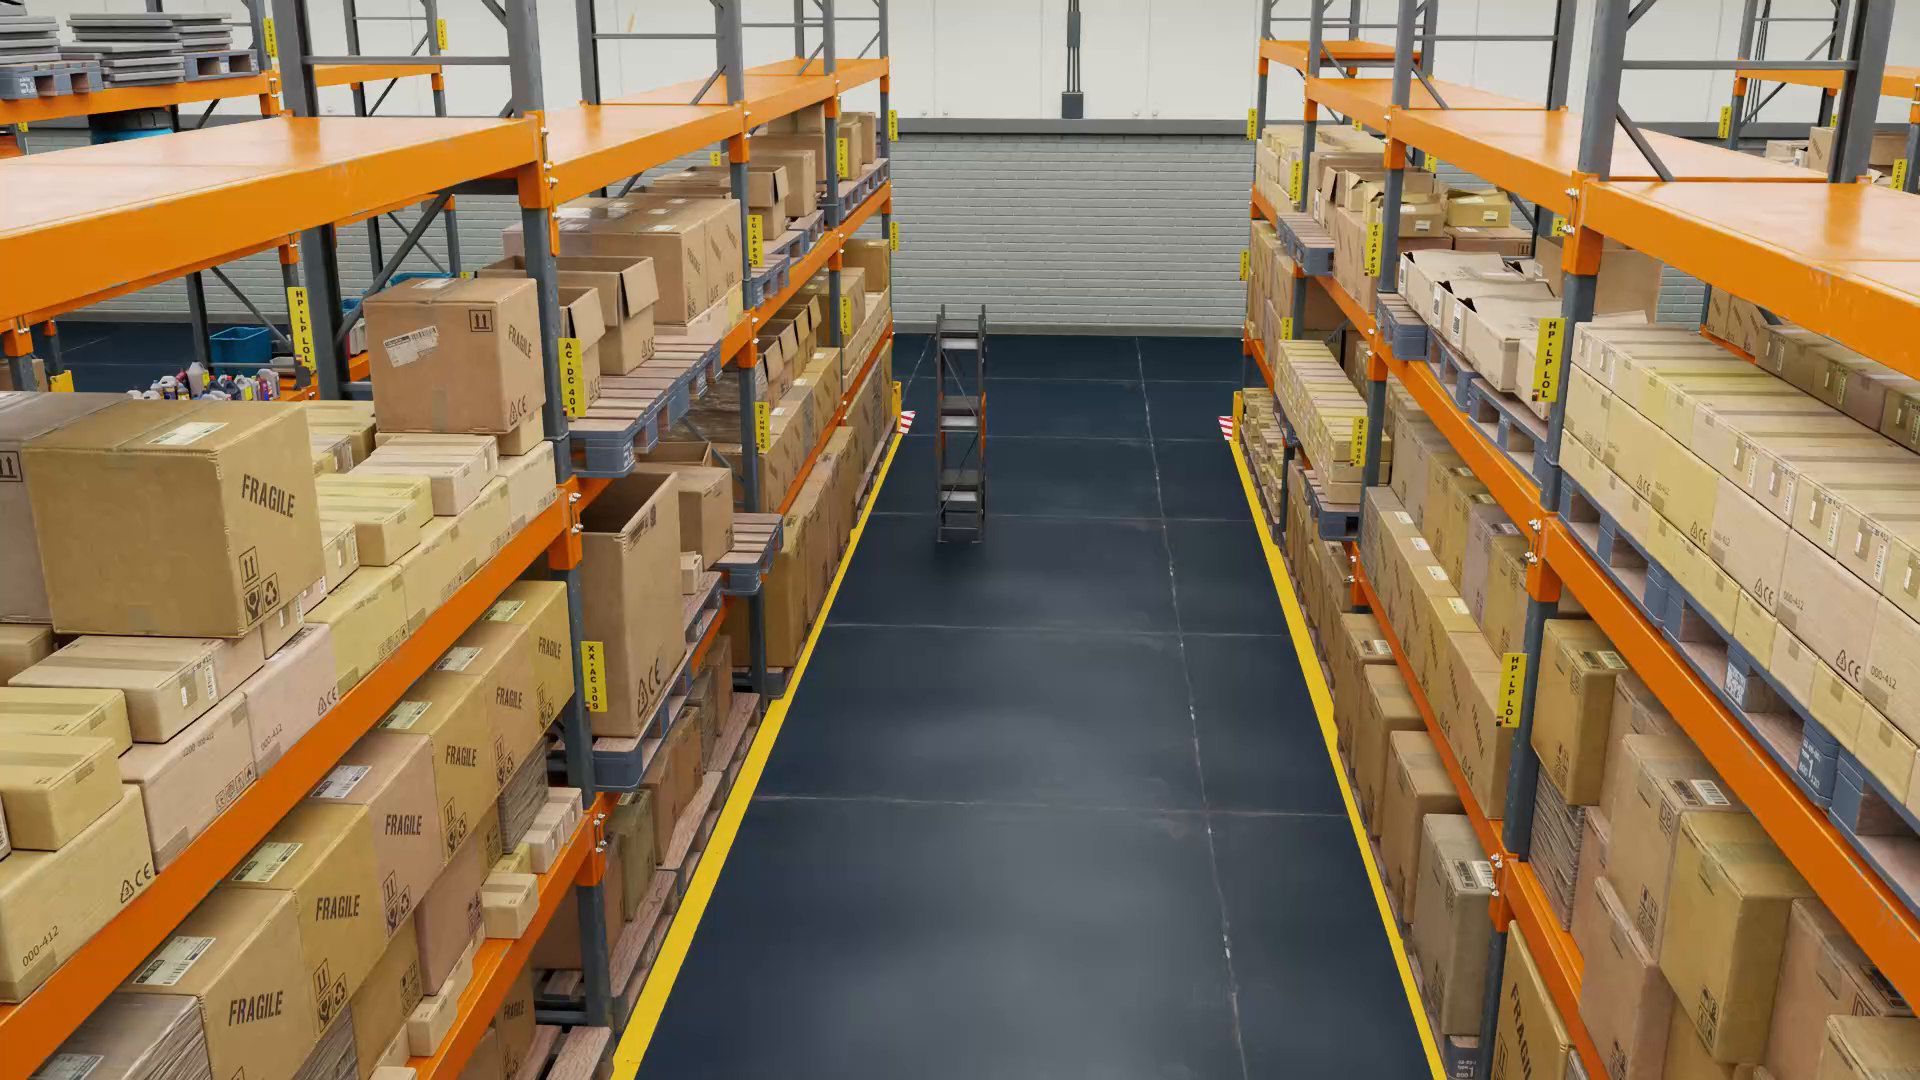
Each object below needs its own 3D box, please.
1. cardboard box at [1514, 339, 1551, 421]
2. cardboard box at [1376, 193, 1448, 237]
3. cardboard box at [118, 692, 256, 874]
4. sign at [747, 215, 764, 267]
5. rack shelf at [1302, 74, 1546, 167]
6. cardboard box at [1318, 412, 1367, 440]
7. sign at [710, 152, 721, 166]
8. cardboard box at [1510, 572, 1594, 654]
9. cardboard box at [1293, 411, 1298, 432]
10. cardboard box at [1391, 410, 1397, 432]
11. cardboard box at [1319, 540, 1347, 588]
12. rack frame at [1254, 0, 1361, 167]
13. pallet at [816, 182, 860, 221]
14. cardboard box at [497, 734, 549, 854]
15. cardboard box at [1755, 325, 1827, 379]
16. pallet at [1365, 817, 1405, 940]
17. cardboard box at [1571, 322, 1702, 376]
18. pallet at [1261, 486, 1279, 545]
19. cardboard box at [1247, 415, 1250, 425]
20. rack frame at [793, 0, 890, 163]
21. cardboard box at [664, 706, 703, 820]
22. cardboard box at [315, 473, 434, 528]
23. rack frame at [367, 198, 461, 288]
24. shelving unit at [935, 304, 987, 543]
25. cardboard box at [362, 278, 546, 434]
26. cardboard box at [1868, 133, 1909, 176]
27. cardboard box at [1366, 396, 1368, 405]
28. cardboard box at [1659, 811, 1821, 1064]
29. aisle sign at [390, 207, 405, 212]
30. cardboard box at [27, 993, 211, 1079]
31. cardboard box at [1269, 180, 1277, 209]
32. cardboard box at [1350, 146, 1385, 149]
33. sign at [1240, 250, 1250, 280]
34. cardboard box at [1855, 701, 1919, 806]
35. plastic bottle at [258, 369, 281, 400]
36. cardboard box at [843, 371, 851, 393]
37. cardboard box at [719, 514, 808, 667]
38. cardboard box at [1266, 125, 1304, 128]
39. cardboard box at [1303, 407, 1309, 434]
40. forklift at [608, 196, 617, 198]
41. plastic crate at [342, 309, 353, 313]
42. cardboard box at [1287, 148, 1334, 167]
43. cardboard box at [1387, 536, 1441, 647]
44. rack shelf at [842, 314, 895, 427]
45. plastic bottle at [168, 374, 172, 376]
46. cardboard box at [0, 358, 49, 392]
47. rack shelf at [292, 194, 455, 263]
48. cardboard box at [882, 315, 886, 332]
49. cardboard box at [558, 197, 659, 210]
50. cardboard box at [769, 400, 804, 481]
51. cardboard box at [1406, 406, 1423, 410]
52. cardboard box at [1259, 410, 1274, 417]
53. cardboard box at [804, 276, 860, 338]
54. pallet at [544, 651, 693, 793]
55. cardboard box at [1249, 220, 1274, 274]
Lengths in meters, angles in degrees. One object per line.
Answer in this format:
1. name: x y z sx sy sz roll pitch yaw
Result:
1. cardboard box: 2.696 -0.685 7.113 0.500 0.250 0.500 1 18 5
2. cardboard box: 2.862 -2.072 10.548 0.396 0.266 0.258 1 18 4
3. cardboard box: -2.099 0.581 4.084 0.500 0.250 0.500 1 18 3
4. sign: -1.307 -1.904 10.596 0.100 0.325 0.005 1 18 4
5. rack shelf: 3.235 -3.044 11.884 1.077 0.370 4.000 1 18 4
6. cardboard box: 2.709 -0.788 11.612 0.380 0.149 0.250 2 18 6
7. sign: -2.115 -3.209 14.450 0.100 0.325 0.005 1 18 4
8. cardboard box: 2.835 0.462 7.257 0.700 0.500 0.500 1 18 3
9. cardboard box: 2.803 -0.908 12.934 0.380 0.149 0.250 1 18 3
10. cardboard box: 3.418 -0.871 12.341 0.380 0.149 0.250 1 18 3
11. cardboard box: 2.905 0.153 12.101 0.500 0.250 0.500 2 18 5
12. rack frame: 3.665 -5.439 17.397 1.000 3.000 0.127 1 18 4
13. pallet: -1.492 -3.125 15.295 1.003 0.211 1.213 1 18 4
14. cardboard box: -2.229 0.946 6.907 0.875 0.500 0.500 1 18 4
15. cardboard box: 3.097 -0.672 5.956 0.380 0.149 0.250 1 18 3
16. pallet: 2.870 1.843 9.287 1.003 0.211 1.213 1 18 4
17. cardboard box: 2.440 -0.688 6.002 0.380 0.149 0.250 1 18 4
18. pallet: 3.391 -0.230 15.613 1.003 0.211 1.213 1 18 4
19. cardboard box: 3.296 -1.333 17.929 0.380 0.149 0.250 1 18 4
20. rack frame: -1.275 -5.581 17.831 1.000 3.000 0.127 1 18 4
21. cardboard box: -1.937 1.291 9.802 0.700 0.500 0.500 3 18 9
22. cardboard box: -1.998 -0.114 5.564 0.380 0.149 0.250 2 18 6
23. rack frame: -6.215 -2.841 19.102 1.000 3.000 0.127 1 18 4
24. shelving unit: 0.012 -1.049 15.080 0.431 2.100 0.503 1 18 4
25. cardboard box: -1.913 -0.710 6.340 0.500 0.500 0.500 1 18 2
26. cardboard box: 8.388 -3.408 15.015 0.797 0.503 0.637 3 18 8
27. cardboard box: 3.491 -1.062 13.404 0.380 0.149 0.250 0 18 1
28. cardboard box: 2.615 1.171 4.884 0.875 0.550 0.500 1 18 4
29. aisle sign: -6.506 -4.105 18.786 0.394 0.787 0.004 1 18 4
30. cardboard box: -2.110 1.410 3.885 0.500 0.500 0.500 1 18 4
31. cardboard box: 3.264 -3.325 16.003 0.500 0.250 0.500 1 18 4
32. cardboard box: 3.719 -3.455 14.956 0.380 0.149 0.250 1 18 2
33. sign: 3.124 -3.012 18.233 0.100 0.325 0.005 1 18 4
34. cardboard box: 2.259 0.481 3.717 0.380 0.149 0.250 1 18 4
35. plastic bottle: -6.207 -1.410 14.935 0.152 0.276 0.135 1 18 4
36. cardboard box: -1.208 -1.453 15.270 0.380 0.149 0.250 1 18 4
37. cardboard box: -1.778 0.351 12.100 1.225 0.875 0.875 0 18 1
38. cardboard box: 3.415 -4.274 17.456 0.380 0.149 0.250 1 18 3
39. cardboard box: 2.763 -0.889 12.398 0.380 0.149 0.250 2 18 5
40. forklift: -3.321 -1.676 15.657 1.130 2.935 3.031 15 23 39
41. plastic crate: -6.655 -2.311 17.660 0.416 0.233 0.300 1 18 4
42. cardboard box: 3.113 -3.389 14.757 0.380 0.149 0.250 1 18 4
43. cardboard box: 2.720 0.297 9.366 0.500 0.500 0.500 1 18 4
44. rack shelf: -1.418 -1.767 16.981 1.077 0.370 4.000 1 18 4
45. plastic bottle: -6.960 -1.325 14.683 0.097 0.271 0.097 0 18 0
46. cardboard box: -10.949 -1.799 19.232 0.500 0.500 0.500 1 18 4
47. rack shelf: -6.358 -3.303 16.852 1.077 0.370 4.000 1 18 4
48. cardboard box: -1.008 -2.334 17.959 0.380 0.149 0.250 1 18 4
49. cardboard box: -2.138 -1.816 10.194 0.500 0.500 0.500 1 18 4
50. cardboard box: -1.474 -0.757 12.584 0.500 0.500 0.500 1 18 3
51. cardboard box: 3.376 -0.847 11.793 0.380 0.149 0.250 1 18 2
52. cardboard box: 3.279 -1.232 17.141 0.380 0.149 0.250 2 18 6
53. cardboard box: -1.229 -2.210 15.737 0.500 0.500 0.500 1 18 4
54. pallet: -1.935 0.854 8.135 1.003 0.211 1.213 1 18 4
55. cardboard box: 3.368 -3.119 17.706 0.500 0.500 0.500 1 18 4
